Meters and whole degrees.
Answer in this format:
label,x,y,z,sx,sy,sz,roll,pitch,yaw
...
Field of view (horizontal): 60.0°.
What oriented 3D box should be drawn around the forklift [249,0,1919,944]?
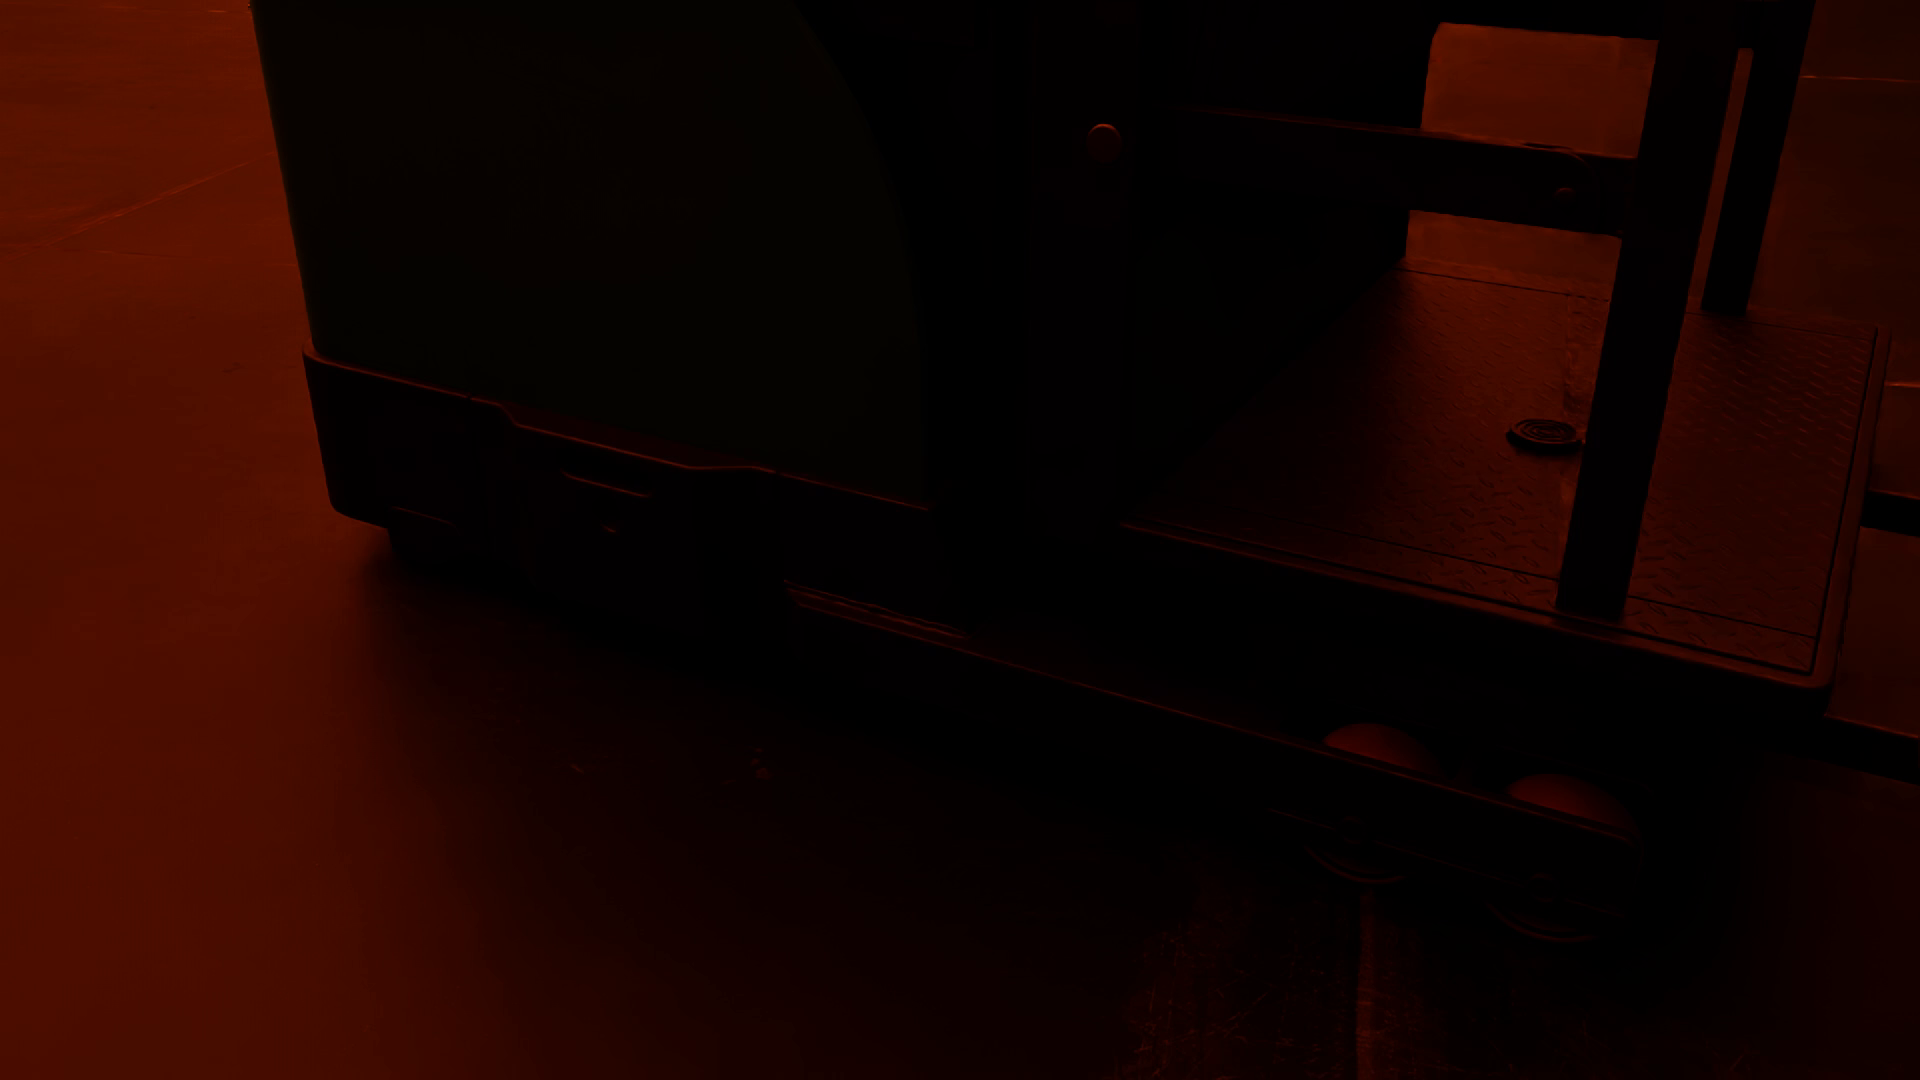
label,x,y,z,sx,sy,sz,roll,pitch,yaw
forklift,0.603,-1.174,1.574,3.031,2.935,1.130,14,30,26
